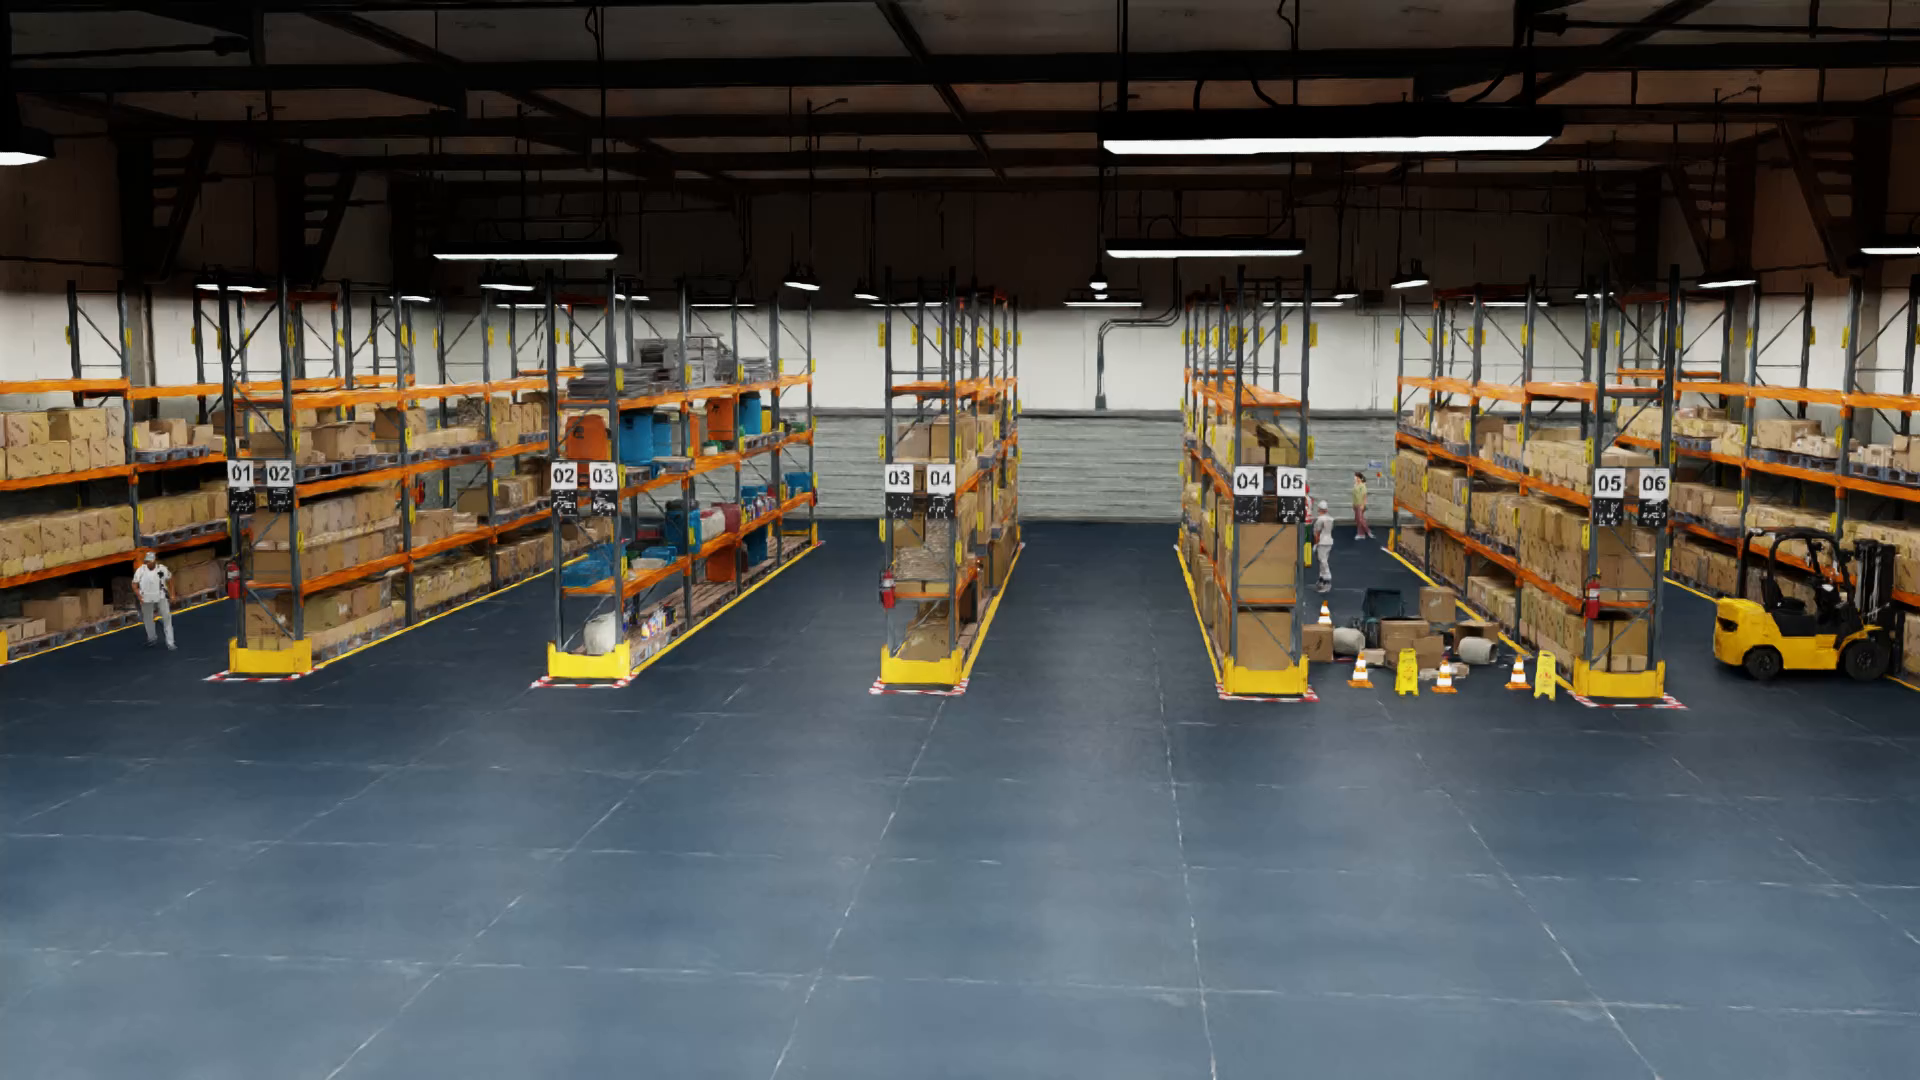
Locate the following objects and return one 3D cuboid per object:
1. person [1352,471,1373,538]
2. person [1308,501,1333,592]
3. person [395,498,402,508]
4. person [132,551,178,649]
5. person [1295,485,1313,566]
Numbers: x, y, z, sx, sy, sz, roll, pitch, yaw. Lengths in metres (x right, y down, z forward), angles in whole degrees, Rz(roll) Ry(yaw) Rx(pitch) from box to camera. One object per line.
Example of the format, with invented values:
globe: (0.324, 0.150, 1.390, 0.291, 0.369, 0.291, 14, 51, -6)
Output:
person: (10.051, -0.874, 41.497, 0.443, 1.667, 0.619, -3, 7, -22)
person: (7.137, 0.114, 32.870, 0.569, 1.786, 0.653, 5, 9, 35)
person: (-14.362, -0.994, 42.515, 0.406, 1.678, 0.634, 6, 9, 39)
person: (-12.953, 0.956, 26.797, 0.655, 1.607, 0.767, -2, 7, -15)
person: (7.530, -0.336, 36.569, 0.570, 1.786, 0.653, 4, 8, 32)
